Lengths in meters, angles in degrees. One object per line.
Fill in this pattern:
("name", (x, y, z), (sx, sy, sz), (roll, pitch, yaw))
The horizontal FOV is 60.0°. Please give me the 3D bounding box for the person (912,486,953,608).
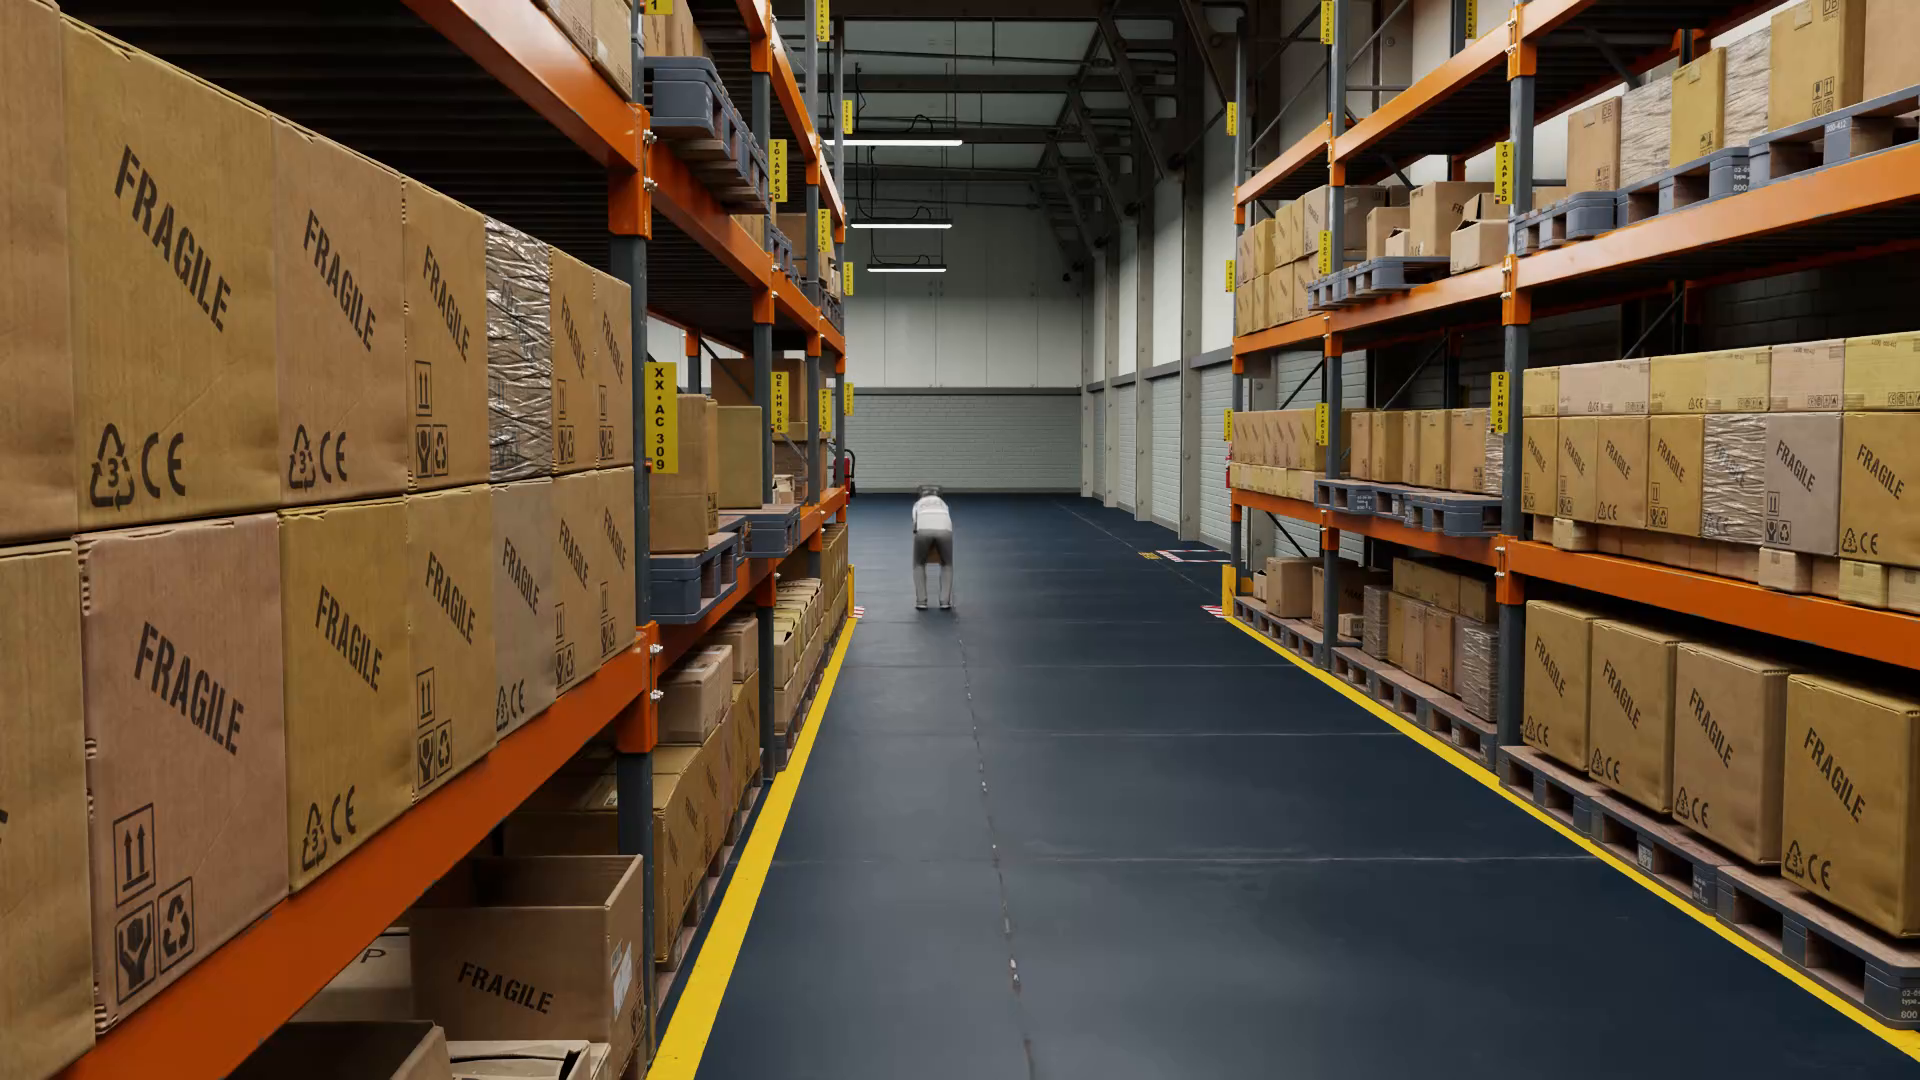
("person", (-0.296, 0.074, 17.761), (0.424, 1.285, 0.891), (0, 4, -3))
